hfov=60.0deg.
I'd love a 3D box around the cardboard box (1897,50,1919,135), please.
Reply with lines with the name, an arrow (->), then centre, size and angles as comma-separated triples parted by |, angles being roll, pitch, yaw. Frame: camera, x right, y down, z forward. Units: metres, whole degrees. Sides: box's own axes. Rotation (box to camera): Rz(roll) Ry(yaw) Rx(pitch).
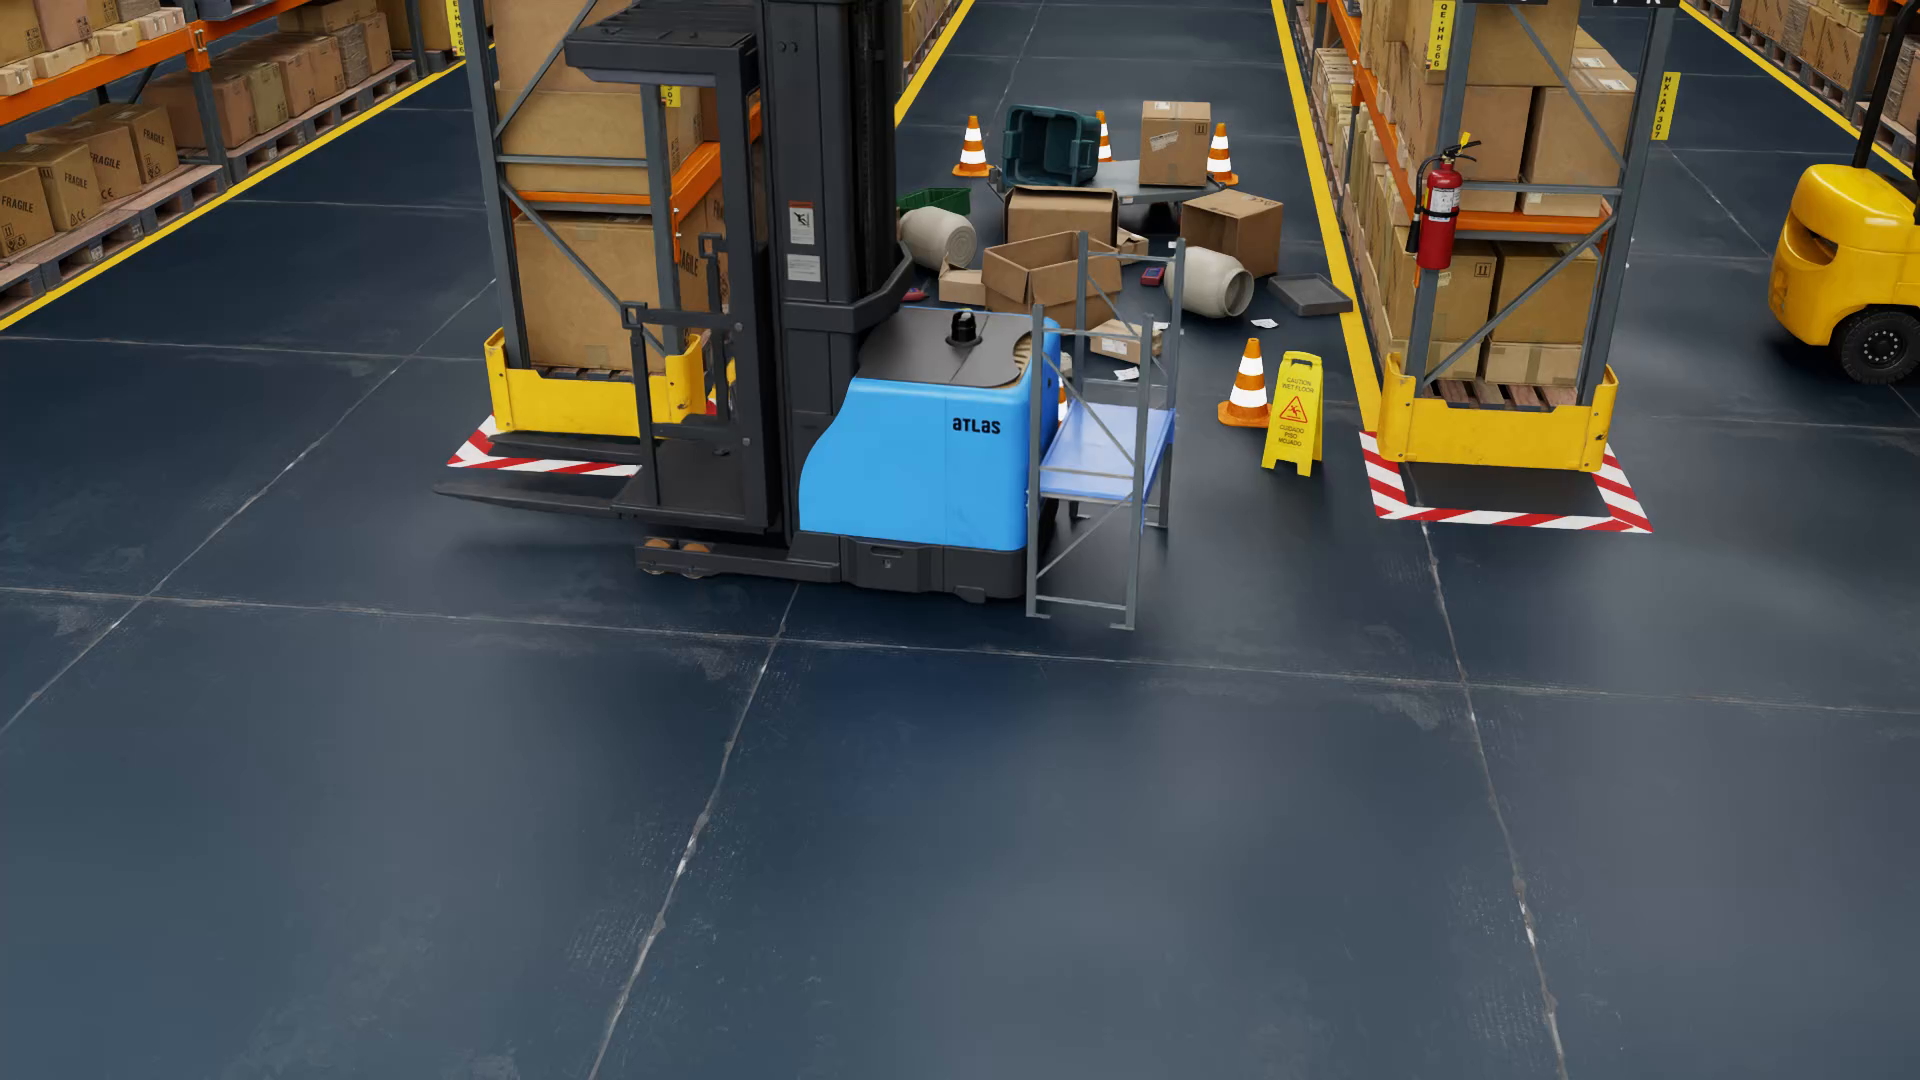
cardboard box -> 8.629, -3.780, 14.164 | 0.875, 0.625, 0.625 | 4, 29, 8

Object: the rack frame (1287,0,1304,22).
rack frame -> 4.355, -7.411, 18.843 | 1.000, 3.000, 0.127 | 3, 28, 6

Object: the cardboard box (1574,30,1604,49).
cardboard box -> 3.339, -2.628, 9.546 | 0.500, 0.500, 0.500 | 3, 28, 5

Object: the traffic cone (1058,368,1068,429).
traffic cone -> 0.514, -0.827, 9.297 | 0.336, 0.463, 0.334 | 3, 28, 6

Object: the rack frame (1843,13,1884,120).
rack frame -> 8.791, -5.241, 14.816 | 1.000, 3.000, 0.127 | 3, 28, 6

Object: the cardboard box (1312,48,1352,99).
cardboard box -> 3.785, -4.290, 15.379 | 0.950, 0.372, 0.625 | 1, 28, 3

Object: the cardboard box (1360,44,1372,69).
cardboard box -> 3.018, -3.405, 11.672 | 0.380, 0.149, 0.250 | 3, 28, 6

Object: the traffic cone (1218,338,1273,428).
traffic cone -> 1.657, -0.923, 9.474 | 0.336, 0.463, 0.334 | 3, 28, 6

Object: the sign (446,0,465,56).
sign -> -2.578, -2.654, 8.543 | 0.100, 0.325, 0.005 | 3, 28, 6

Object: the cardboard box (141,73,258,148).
cardboard box -> -6.364, -3.602, 13.945 | 0.700, 0.500, 0.500 | 1, 28, 2

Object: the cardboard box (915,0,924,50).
cardboard box -> -0.662, -5.407, 17.317 | 0.500, 0.500, 0.500 | 4, 29, 7

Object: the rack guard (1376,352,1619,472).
rack guard -> 2.894, -0.697, 9.017 | 1.175, 0.500, 0.348 | 3, 28, 6

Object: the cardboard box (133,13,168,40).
cardboard box -> -6.235, -3.875, 12.544 | 0.380, 0.149, 0.250 | 3, 28, 6

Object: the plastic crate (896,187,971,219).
plastic crate -> -0.272, -2.514, 12.659 | 0.450, 0.188, 0.662 | 9, 28, 37

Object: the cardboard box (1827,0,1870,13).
cardboard box -> 8.757, -5.231, 16.307 | 0.380, 0.149, 0.250 | 4, 29, 8

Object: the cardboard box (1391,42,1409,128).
cardboard box -> 2.808, -2.679, 9.641 | 0.500, 0.500, 0.500 | 3, 28, 6

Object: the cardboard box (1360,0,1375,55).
cardboard box -> 3.044, -3.629, 11.404 | 0.500, 0.500, 0.500 | 3, 28, 6

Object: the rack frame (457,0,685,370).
rack frame -> -2.041, -2.002, 8.804 | 1.000, 3.000, 0.127 | 3, 28, 6

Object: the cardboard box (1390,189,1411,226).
cardboard box -> 2.702, -1.921, 9.635 | 0.380, 0.149, 0.250 | 4, 29, 8

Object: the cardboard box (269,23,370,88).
cardboard box -> -6.088, -4.618, 15.832 | 0.700, 0.500, 0.500 | 1, 28, 2

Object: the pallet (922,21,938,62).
pallet -> -0.811, -5.481, 18.200 | 1.003, 0.211, 1.213 | 3, 28, 6

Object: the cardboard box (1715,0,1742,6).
cardboard box -> 9.058, -6.333, 19.406 | 0.380, 0.149, 0.250 | 3, 28, 5

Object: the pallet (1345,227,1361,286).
pallet -> 3.327, -2.099, 11.924 | 1.003, 0.211, 1.213 | 3, 28, 6

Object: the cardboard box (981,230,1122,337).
cardboard box -> 0.587, -1.637, 10.758 | 0.797, 0.503, 0.637 | -17, 33, -29

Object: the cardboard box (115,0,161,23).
cardboard box -> -6.577, -4.188, 12.441 | 0.875, 0.500, 0.500 | 3, 28, 6

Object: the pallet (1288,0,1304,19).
pallet -> 4.526, -6.536, 20.160 | 1.003, 0.211, 1.213 | 3, 28, 6

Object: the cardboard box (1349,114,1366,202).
cardboard box -> 3.034, -2.687, 11.741 | 0.500, 0.500, 0.500 | 5, 29, 9

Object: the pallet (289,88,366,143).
pallet -> -6.220, -3.936, 15.333 | 1.003, 0.211, 1.213 | 3, 28, 6

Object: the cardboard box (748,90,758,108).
cardboard box -> -1.777, -3.014, 10.523 | 0.875, 0.550, 0.500 | 3, 28, 6

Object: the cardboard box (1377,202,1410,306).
cardboard box -> 2.784, -1.705, 9.917 | 0.500, 0.500, 0.500 | 4, 29, 8

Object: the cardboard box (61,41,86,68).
cardboard box -> -6.398, -3.406, 11.675 | 0.380, 0.149, 0.250 | 3, 28, 6

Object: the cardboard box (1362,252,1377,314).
cardboard box -> 2.846, -1.623, 10.555 | 0.500, 0.250, 0.500 | 2, 28, 4

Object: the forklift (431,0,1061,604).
forklift -> -1.074, -1.344, 7.654 | 3.031, 2.935, 1.130 | 6, 29, 11

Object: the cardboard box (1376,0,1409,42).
cardboard box -> 2.760, -3.114, 9.395 | 0.700, 0.500, 0.500 | 3, 28, 6

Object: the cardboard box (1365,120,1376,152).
cardboard box -> 2.898, -2.676, 11.035 | 0.380, 0.149, 0.250 | 4, 29, 8

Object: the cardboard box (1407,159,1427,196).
cardboard box -> 2.639, -1.966, 9.001 | 0.380, 0.149, 0.250 | 3, 28, 6

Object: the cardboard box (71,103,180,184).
cardboard box -> -6.550, -3.119, 13.070 | 0.500, 0.500, 0.500 | 3, 28, 5

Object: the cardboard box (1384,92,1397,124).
cardboard box -> 2.848, -2.683, 10.332 | 0.380, 0.149, 0.250 | 3, 28, 6

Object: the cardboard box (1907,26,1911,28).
cardboard box -> 9.201, -4.737, 16.074 | 0.500, 0.500, 0.500 | 3, 29, 6

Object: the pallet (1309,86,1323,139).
pallet -> 3.767, -3.932, 15.327 | 1.003, 0.211, 1.213 | 3, 28, 6

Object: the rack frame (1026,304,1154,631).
rack frame -> 0.547, -0.286, 7.200 | 0.500, 1.500, 0.032 | 7, 29, 13

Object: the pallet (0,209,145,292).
pallet -> -6.655, -2.099, 11.924 | 1.003, 0.211, 1.213 | 3, 28, 6

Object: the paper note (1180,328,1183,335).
paper note -> 1.425, -1.344, 10.734 | 0.032, 0.001, 0.123 | 3, 28, 6

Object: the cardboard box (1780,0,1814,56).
cardboard box -> 8.808, -5.264, 17.051 | 0.500, 0.500, 0.500 | 2, 28, 4

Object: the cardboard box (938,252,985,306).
cardboard box -> 0.067, -1.765, 11.246 | 0.396, 0.266, 0.258 | 8, 29, 15

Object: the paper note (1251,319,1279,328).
paper note -> 1.992, -1.420, 10.854 | 0.142, 0.019, 0.148 | -6, 29, -11

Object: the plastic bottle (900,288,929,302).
plastic bottle -> -0.359, -1.661, 11.269 | 0.283, 0.061, 0.133 | -6, 29, -11

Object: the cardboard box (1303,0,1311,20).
cardboard box -> 4.358, -6.364, 18.697 | 0.875, 0.875, 0.875 | 4, 29, 8

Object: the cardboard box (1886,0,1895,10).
cardboard box -> 9.300, -5.206, 16.260 | 0.380, 0.149, 0.250 | 2, 28, 4

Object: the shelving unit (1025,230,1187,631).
shelving unit -> 0.673, -0.520, 7.634 | 0.538, 1.500, 1.048 | 7, 29, 13

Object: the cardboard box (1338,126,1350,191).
cardboard box -> 3.436, -2.920, 12.835 | 0.950, 0.372, 0.625 | 4, 29, 7

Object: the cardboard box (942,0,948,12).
cardboard box -> -0.411, -6.372, 19.108 | 0.500, 0.500, 0.500 | 3, 28, 5

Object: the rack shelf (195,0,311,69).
rack shelf -> -6.216, -4.845, 14.840 | 1.077, 0.370, 4.000 | 3, 28, 6

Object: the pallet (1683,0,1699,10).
pallet -> 9.514, -6.795, 20.641 | 1.003, 0.211, 1.213 | 3, 28, 6

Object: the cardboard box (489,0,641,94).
cardboard box -> -1.957, -2.716, 8.832 | 0.875, 0.550, 0.550 | 3, 28, 6

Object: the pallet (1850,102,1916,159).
pallet -> 8.652, -3.628, 14.762 | 1.003, 0.211, 1.213 | 3, 28, 6
